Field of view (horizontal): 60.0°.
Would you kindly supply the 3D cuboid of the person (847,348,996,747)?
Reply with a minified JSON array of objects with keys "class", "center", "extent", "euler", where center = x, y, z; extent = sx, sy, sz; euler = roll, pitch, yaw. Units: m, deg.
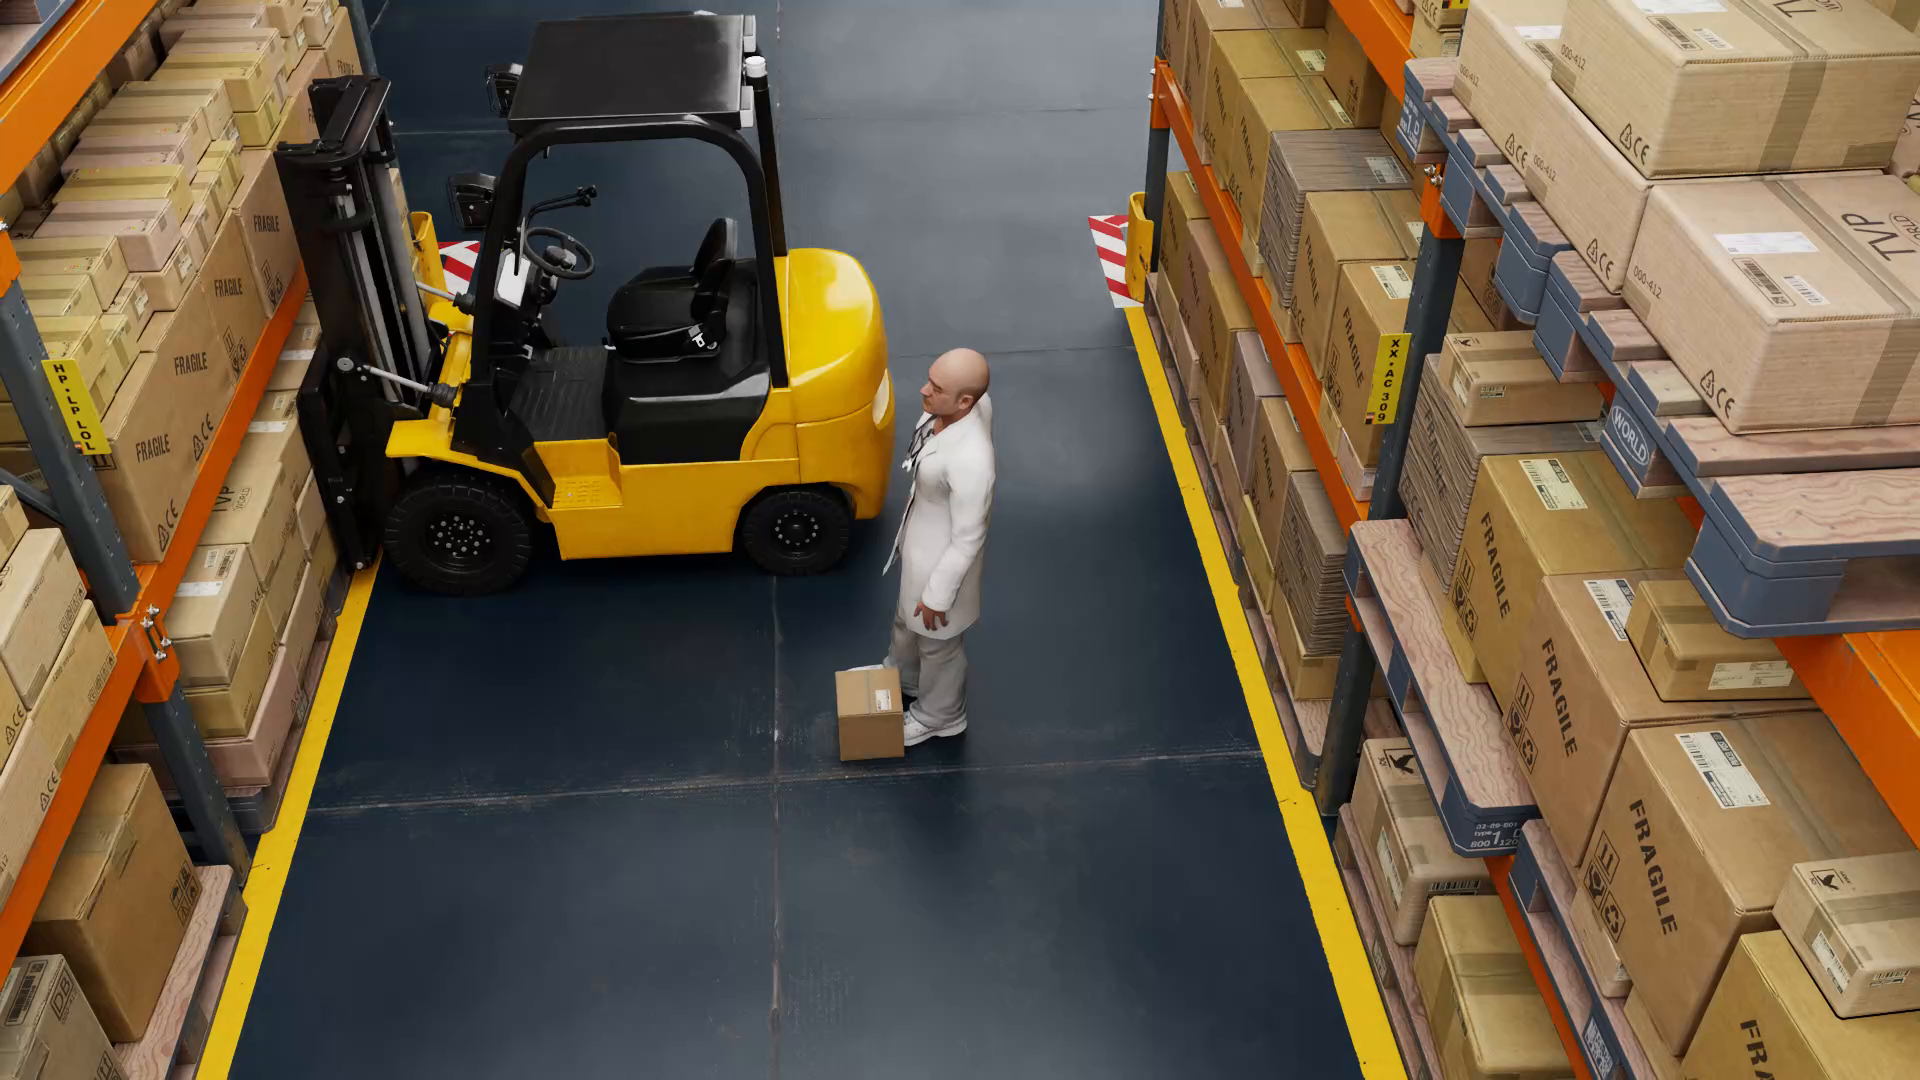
[{"class":"person","center":[-0.166,0.056,6.082],"extent":[0.578,1.778,0.696],"euler":[-3,39,-4]}]
